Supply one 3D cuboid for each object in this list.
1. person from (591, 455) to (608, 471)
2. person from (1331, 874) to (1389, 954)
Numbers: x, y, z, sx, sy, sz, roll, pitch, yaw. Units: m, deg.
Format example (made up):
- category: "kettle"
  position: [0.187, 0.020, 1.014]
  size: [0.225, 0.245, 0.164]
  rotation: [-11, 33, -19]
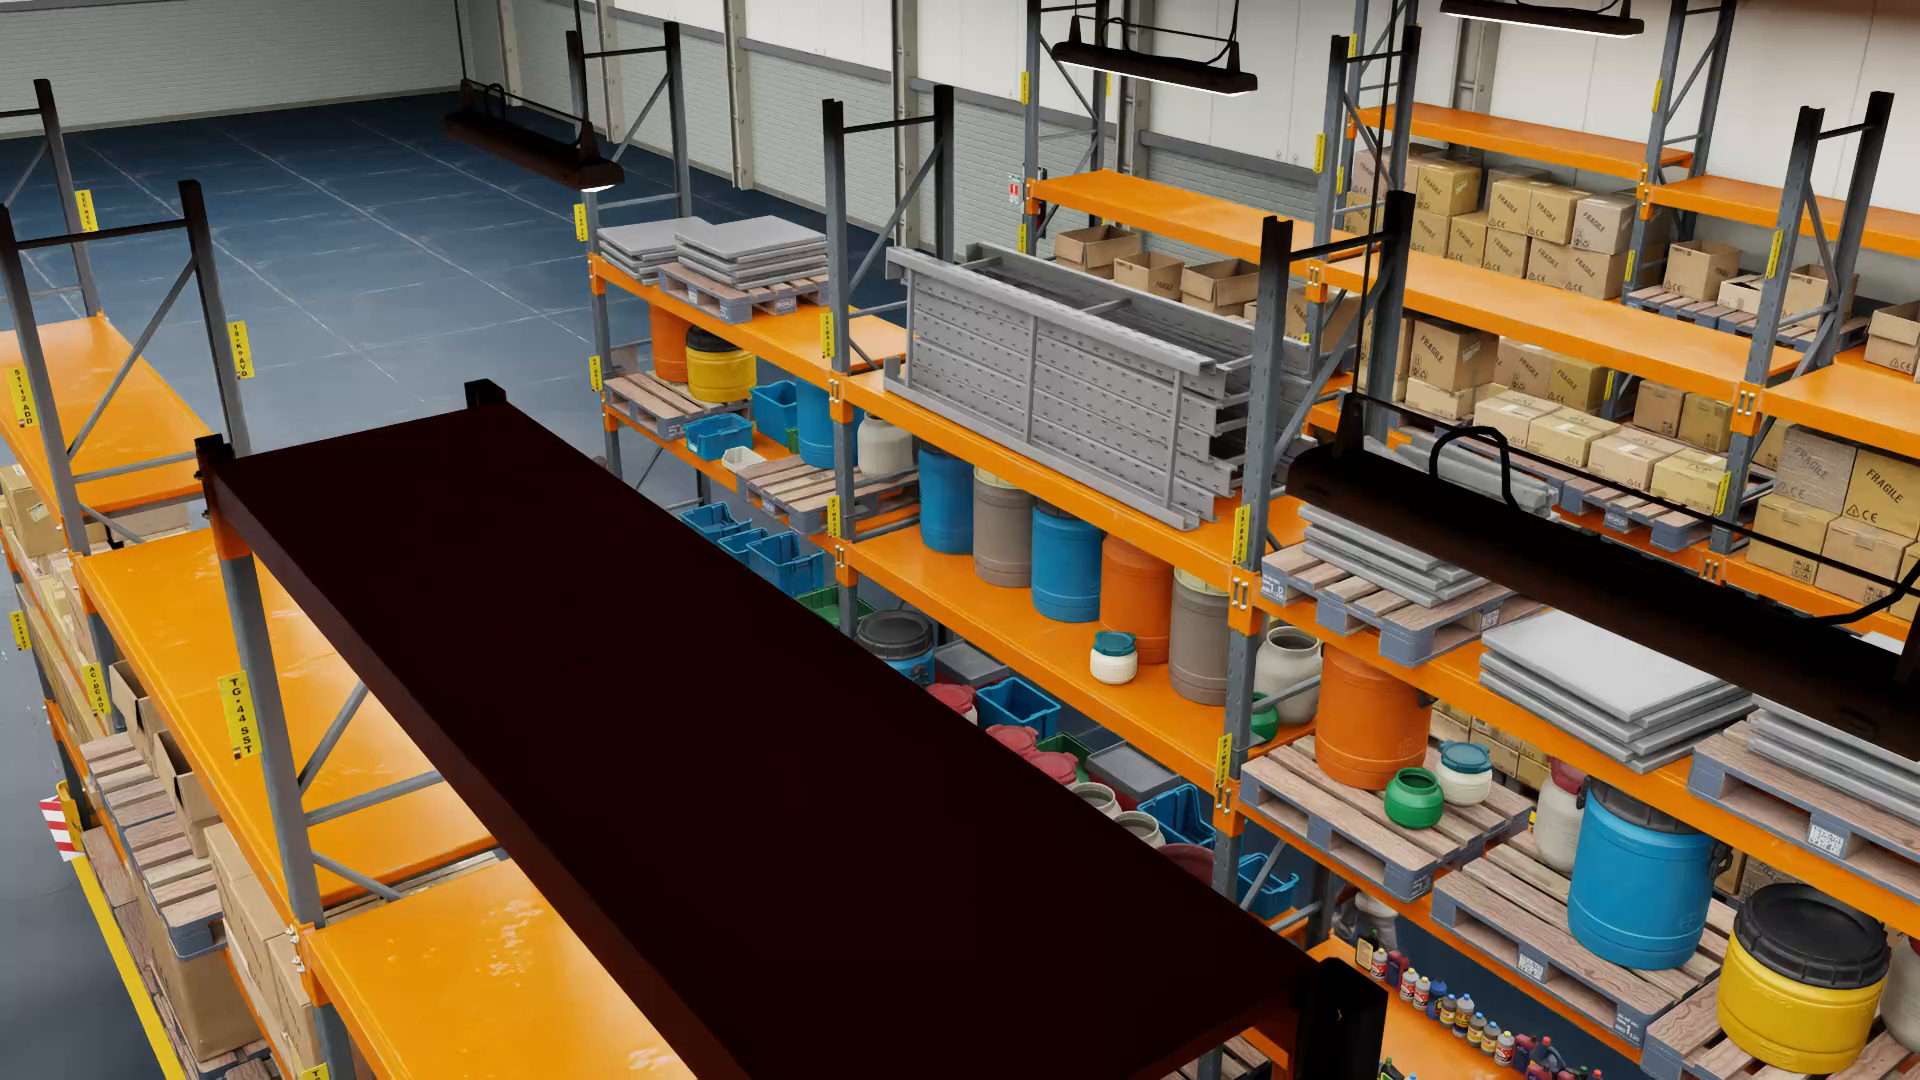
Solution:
- category: "person"
  position: [-3.710, -0.046, 17.243]
  size: [0.358, 1.765, 0.555]
  rotation: [-22, 33, -39]
- category: "person"
  position: [2.875, 2.435, 11.602]
  size: [0.640, 1.659, 1.094]
  rotation: [-15, 29, -30]
